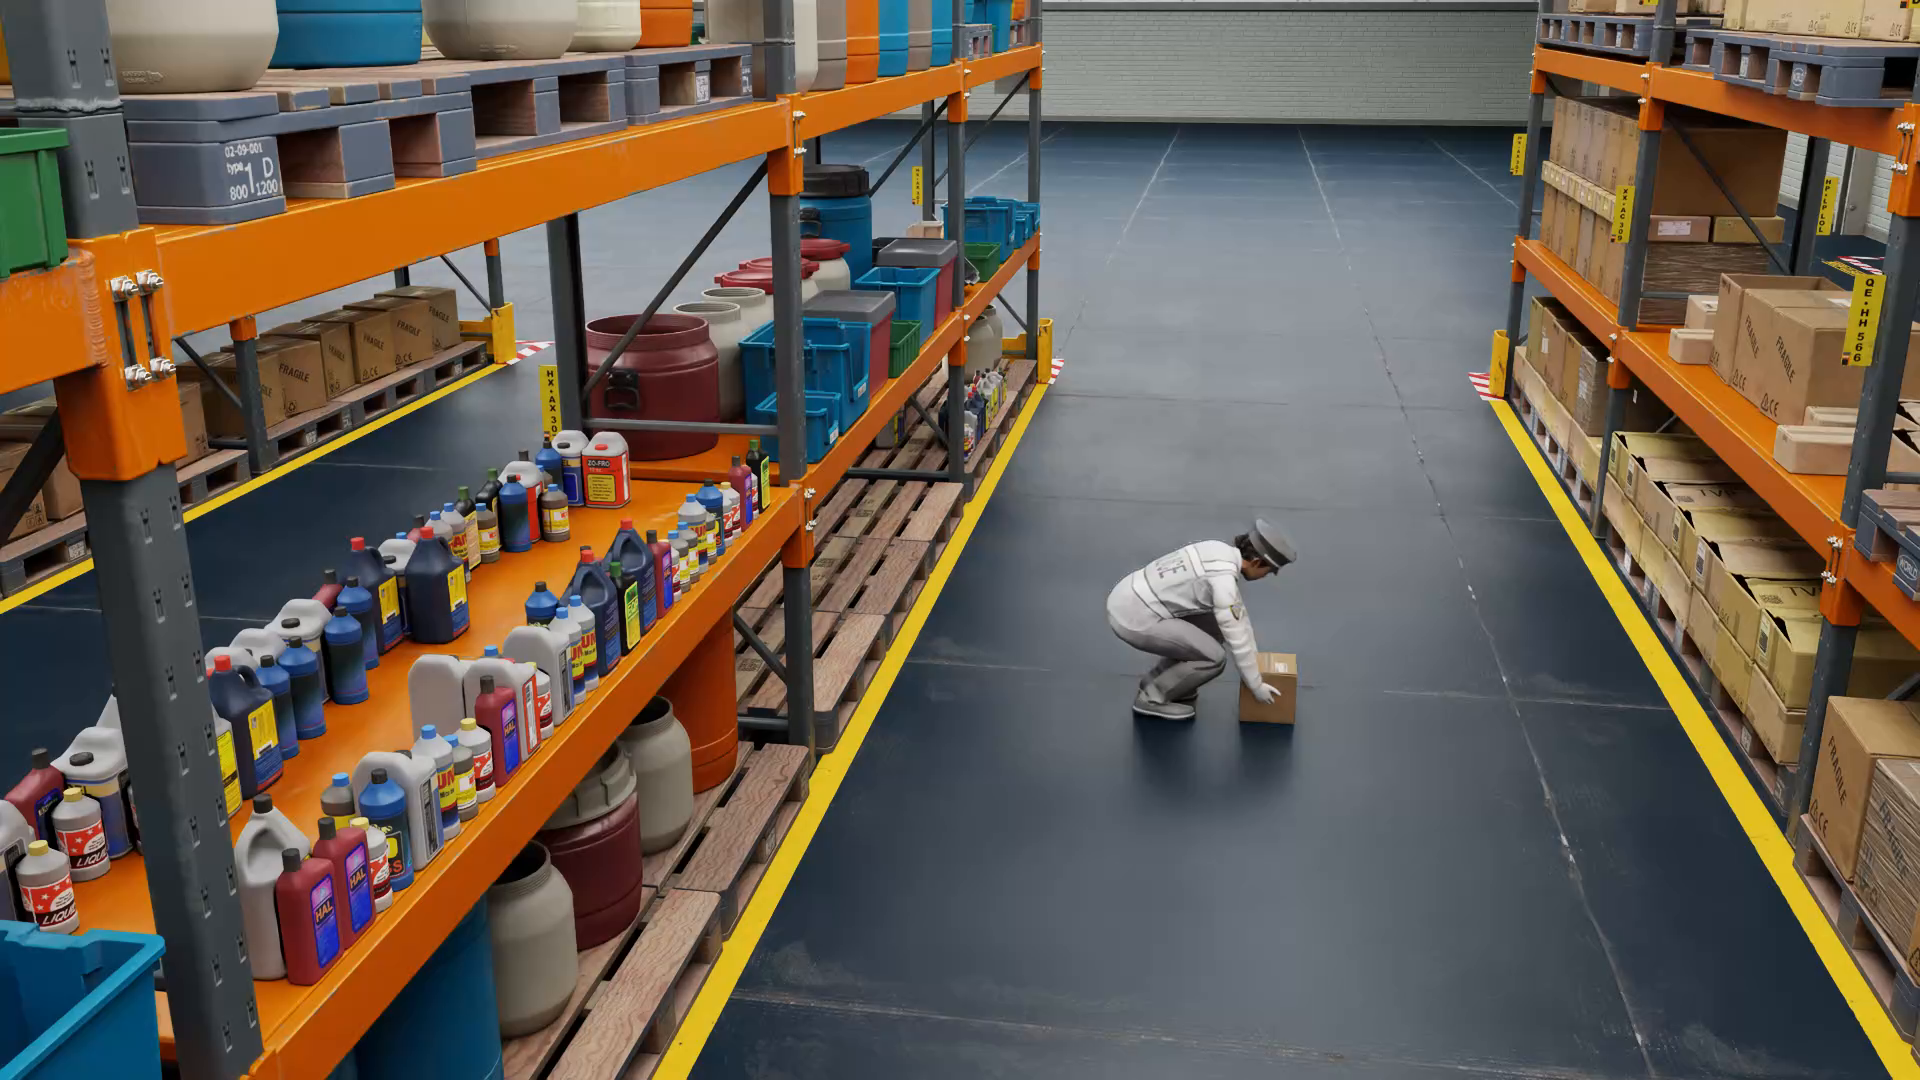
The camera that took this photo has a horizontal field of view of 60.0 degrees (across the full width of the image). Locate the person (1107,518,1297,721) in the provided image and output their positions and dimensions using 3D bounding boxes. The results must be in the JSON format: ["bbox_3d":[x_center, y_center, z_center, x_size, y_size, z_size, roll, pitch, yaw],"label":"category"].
[{"bbox_3d":[1.110,0.352,7.698,0.854,0.914,0.483,3,18,9],"label":"person"}]
